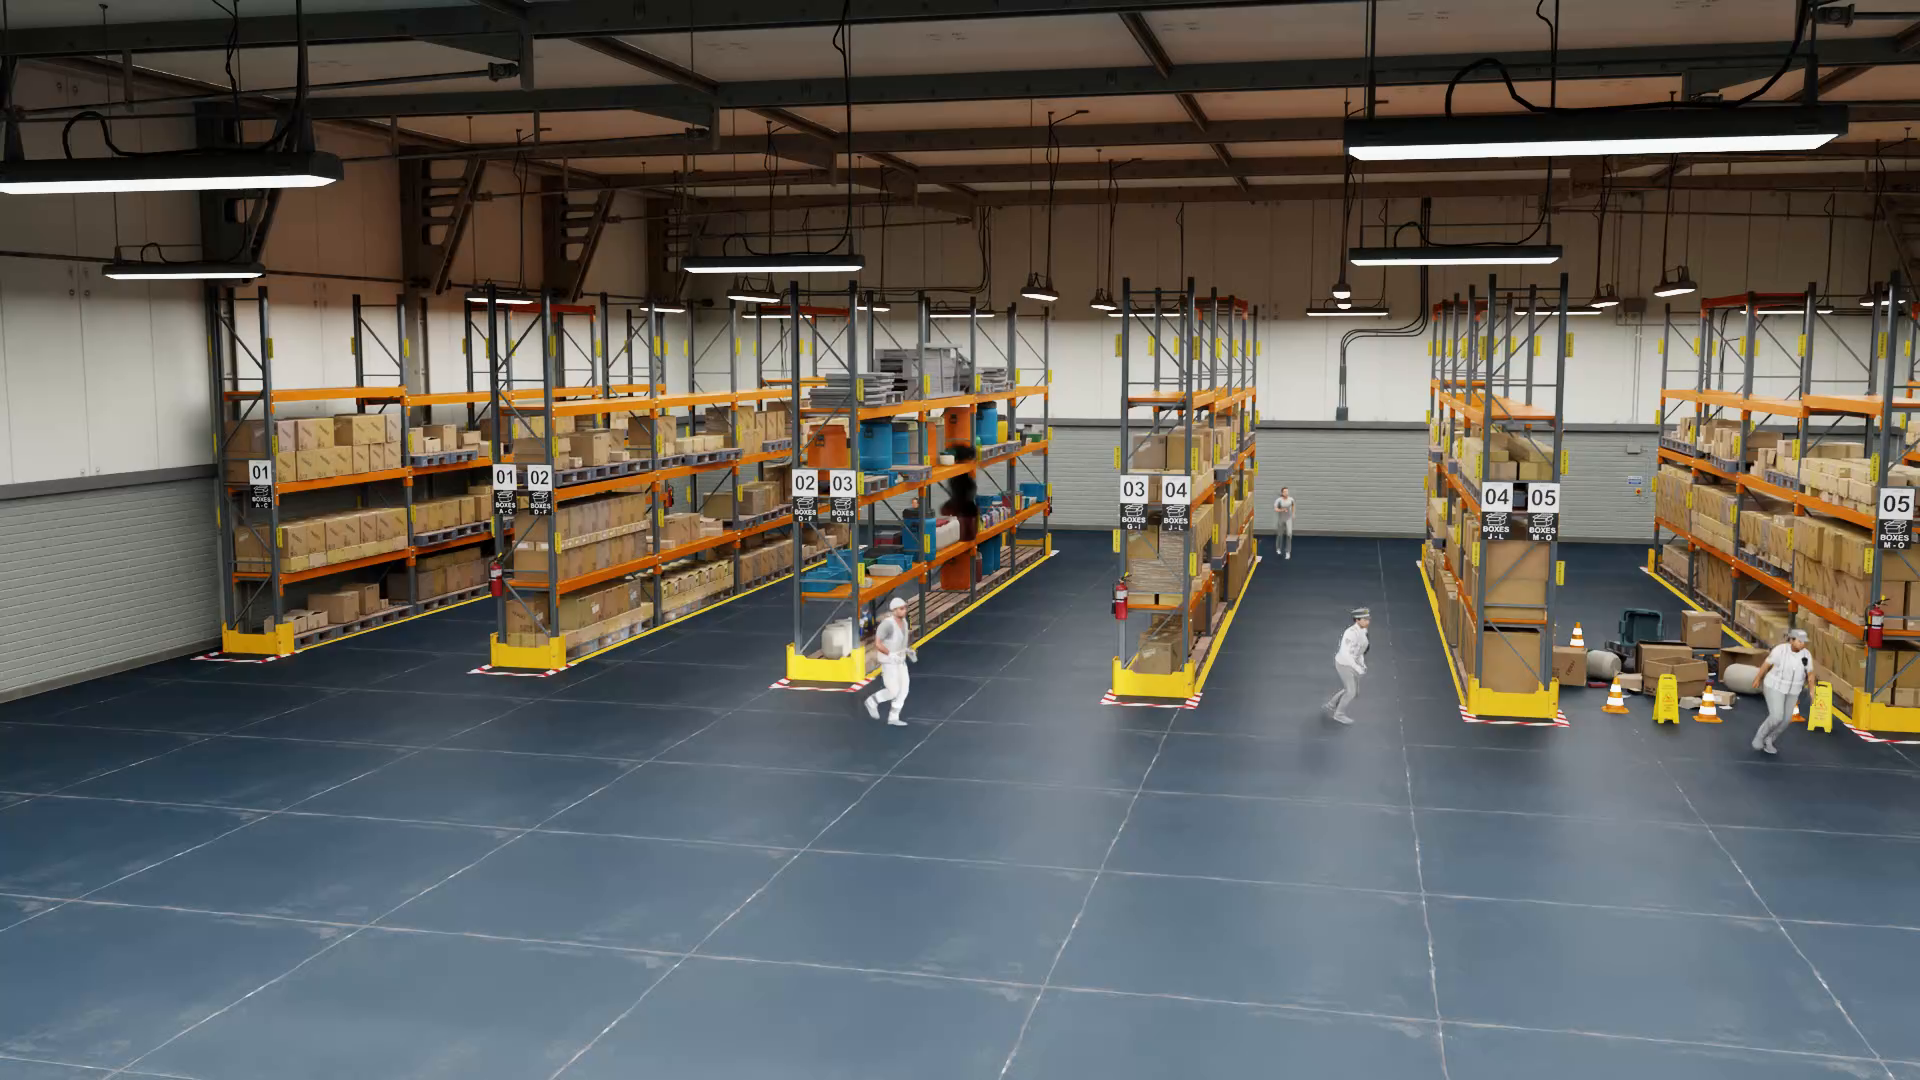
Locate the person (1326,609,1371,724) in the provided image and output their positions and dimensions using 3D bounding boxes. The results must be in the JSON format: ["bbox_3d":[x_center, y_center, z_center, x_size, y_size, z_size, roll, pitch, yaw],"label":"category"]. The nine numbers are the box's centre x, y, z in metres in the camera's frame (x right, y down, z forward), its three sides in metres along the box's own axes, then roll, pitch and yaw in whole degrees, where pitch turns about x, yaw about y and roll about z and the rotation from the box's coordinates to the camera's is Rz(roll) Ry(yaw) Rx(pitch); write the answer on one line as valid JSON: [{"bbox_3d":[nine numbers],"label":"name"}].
[{"bbox_3d":[5.154,1.675,22.209,0.728,1.608,0.574,6,9,44],"label":"person"}]

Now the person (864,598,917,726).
[{"bbox_3d":[-0.951,1.615,22.171,0.709,1.733,0.656,5,8,36],"label":"person"}]

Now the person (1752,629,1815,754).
[{"bbox_3d":[10.154,1.863,20.486,0.619,1.610,0.674,0,7,-3],"label":"person"}]

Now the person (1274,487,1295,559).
[{"bbox_3d":[7.796,-0.419,39.986,0.545,1.699,0.855,0,7,-1],"label":"person"}]

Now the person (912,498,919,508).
[{"bbox_3d":[-0.953,-0.126,36.399,0.560,1.621,0.645,2,7,16],"label":"person"}]
